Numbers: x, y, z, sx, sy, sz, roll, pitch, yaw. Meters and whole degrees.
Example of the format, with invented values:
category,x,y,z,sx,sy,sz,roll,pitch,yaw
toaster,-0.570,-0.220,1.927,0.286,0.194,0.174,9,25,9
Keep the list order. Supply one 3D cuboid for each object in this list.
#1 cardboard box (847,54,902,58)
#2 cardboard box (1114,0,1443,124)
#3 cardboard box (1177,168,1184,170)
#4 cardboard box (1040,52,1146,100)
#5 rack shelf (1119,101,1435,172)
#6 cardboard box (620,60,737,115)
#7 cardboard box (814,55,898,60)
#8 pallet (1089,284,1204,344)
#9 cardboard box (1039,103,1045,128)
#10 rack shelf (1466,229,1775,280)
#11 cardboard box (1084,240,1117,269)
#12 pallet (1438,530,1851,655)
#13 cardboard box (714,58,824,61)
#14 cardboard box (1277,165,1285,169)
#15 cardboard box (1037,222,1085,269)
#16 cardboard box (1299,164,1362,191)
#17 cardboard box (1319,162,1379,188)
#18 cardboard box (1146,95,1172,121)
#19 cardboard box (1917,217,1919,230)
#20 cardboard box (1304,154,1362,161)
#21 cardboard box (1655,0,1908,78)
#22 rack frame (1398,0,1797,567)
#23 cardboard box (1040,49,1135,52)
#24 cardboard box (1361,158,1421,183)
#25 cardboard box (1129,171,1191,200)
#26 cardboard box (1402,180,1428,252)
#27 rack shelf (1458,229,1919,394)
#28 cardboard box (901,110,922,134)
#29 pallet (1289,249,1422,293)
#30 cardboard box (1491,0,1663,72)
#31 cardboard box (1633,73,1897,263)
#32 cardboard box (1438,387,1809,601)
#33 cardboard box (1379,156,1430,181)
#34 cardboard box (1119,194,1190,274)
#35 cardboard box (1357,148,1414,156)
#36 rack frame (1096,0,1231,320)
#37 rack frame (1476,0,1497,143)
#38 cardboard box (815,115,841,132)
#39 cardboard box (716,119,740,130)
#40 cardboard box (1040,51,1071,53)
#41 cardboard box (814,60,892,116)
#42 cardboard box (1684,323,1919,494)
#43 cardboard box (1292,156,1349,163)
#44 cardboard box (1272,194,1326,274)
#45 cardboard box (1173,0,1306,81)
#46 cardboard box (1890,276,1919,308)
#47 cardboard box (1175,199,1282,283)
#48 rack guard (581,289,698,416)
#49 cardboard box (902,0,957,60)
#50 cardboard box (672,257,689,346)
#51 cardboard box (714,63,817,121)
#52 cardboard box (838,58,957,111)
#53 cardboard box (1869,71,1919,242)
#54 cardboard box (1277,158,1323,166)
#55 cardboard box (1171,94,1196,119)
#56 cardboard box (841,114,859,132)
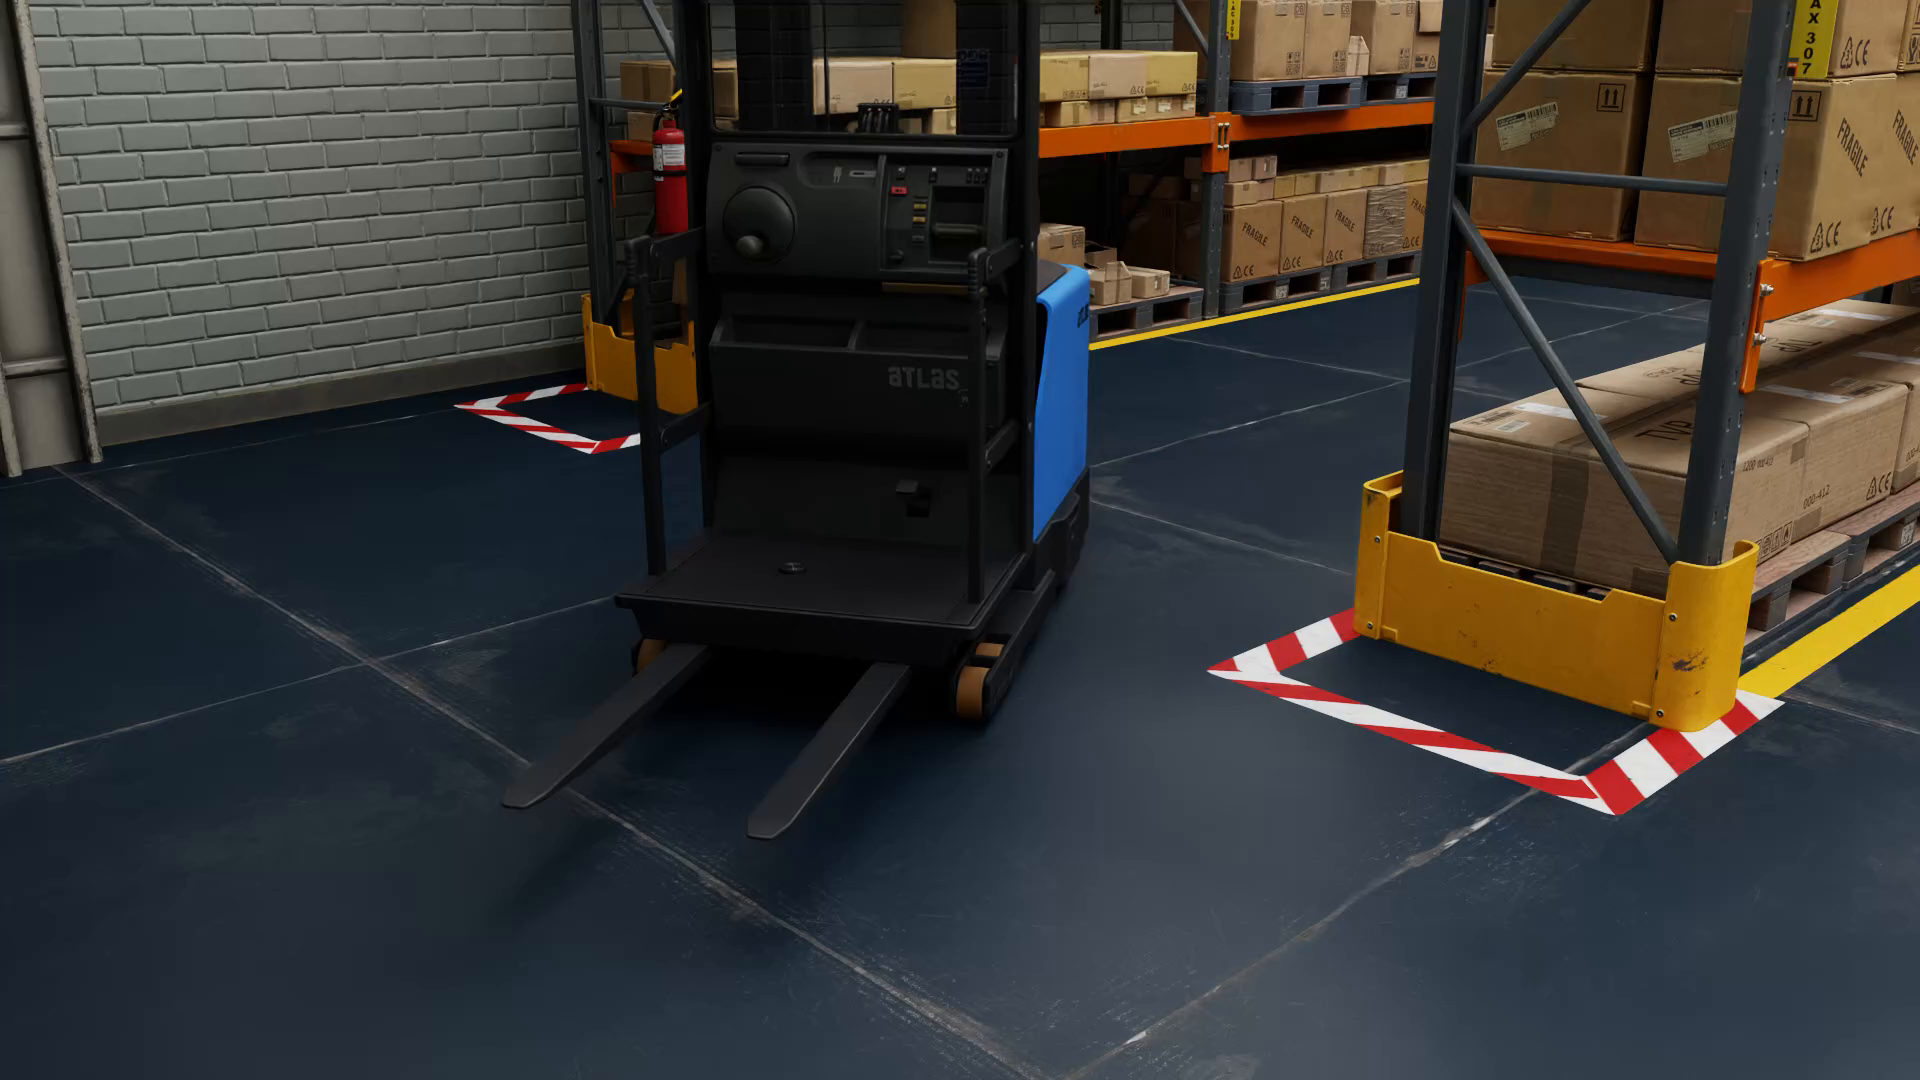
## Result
category,x,y,z,sx,sy,sz,roll,pitch,yaw
cardboard box,-0.312,-2.700,9.709,0.500,0.250,0.500,-16,24,-41
cardboard box,2.058,-3.298,11.286,3.665,0.713,0.828,-15,24,-39
cardboard box,1.751,-2.569,11.865,0.250,0.149,0.380,-16,24,-40
cardboard box,0.767,-2.795,10.002,0.500,0.250,0.500,-16,24,-41
rack shelf,2.777,-3.078,12.282,4.000,0.370,1.077,-16,24,-41
cardboard box,-1.431,-2.376,8.711,0.500,0.250,0.500,-15,23,-39
cardboard box,-0.692,-2.589,9.367,0.500,0.250,0.500,-15,23,-39
pallet,0.824,-1.525,10.846,1.213,0.211,1.003,-16,24,-41
cardboard box,0.279,-2.493,9.717,0.250,0.149,0.380,-16,24,-40
rack shelf,5.021,-2.920,3.801,3.910,4.714,5.869,-16,24,-41
cardboard box,0.681,-1.830,10.945,0.500,0.311,0.500,-15,23,-39
pallet,2.358,0.102,5.828,1.213,0.211,1.003,-16,24,-41
cardboard box,-1.055,-2.485,9.047,0.500,0.250,0.500,-16,24,-41
cardboard box,2.156,-2.675,12.193,0.250,0.149,0.380,-15,23,-39
cardboard box,0.329,-1.661,10.115,0.700,0.500,0.500,17,24,42
cardboard box,2.673,-2.623,12.032,0.250,0.149,0.380,-15,23,-39
cardboard box,2.849,-2.687,12.228,0.250,0.149,0.380,-16,24,-41
cardboard box,1.091,-2.693,10.334,0.250,0.149,0.380,-15,24,-39
cardboard box,3.107,-1.340,5.591,0.500,0.500,0.500,-16,24,-41
cardboard box,2.882,-2.899,12.883,0.250,0.149,0.380,-17,24,-42
cardboard box,2.375,-1.599,4.768,0.500,0.500,0.500,-17,25,-42
rack frame,1.830,-1.038,4.821,0.127,3.000,1.000,-16,24,-41
cardboard box,0.778,-3.022,10.704,0.500,0.250,0.500,-17,24,-41
cardboard box,3.243,-2.793,12.555,0.250,0.149,0.380,-17,24,-42
cardboard box,1.393,-2.459,11.524,0.380,0.149,0.250,17,24,42
cardboard box,3.321,-2.502,12.710,0.500,0.500,0.500,-15,23,-39
rack shelf,3.284,-1.119,6.239,4.000,0.370,1.077,-16,24,-41
cardboard box,-0.420,-2.263,9.008,0.250,0.149,0.380,-16,24,-40
pallet,2.776,-2.111,12.653,1.213,0.211,1.003,-16,24,-41
cardboard box,2.017,-1.716,5.131,0.500,0.500,0.500,-15,23,-39
cardboard box,2.376,-1.122,4.921,0.500,0.500,0.500,-17,24,-41
cardboard box,2.241,-0.181,5.652,0.875,0.438,0.875,17,24,42
cardboard box,3.424,-2.846,12.718,0.250,0.149,0.380,-15,23,-39
cardboard box,1.477,-2.178,11.710,0.500,0.500,0.500,-16,24,-41
cardboard box,3.426,-3.073,13.418,0.250,0.149,0.380,-15,23,-39
rack frame,1.324,-2.997,10.864,0.127,3.000,1.000,-16,24,-41
rack frame,7.428,-4.081,12.893,4.036,3.426,6.040,-16,24,-41
cardboard box,-0.835,-2.165,8.708,0.250,0.149,0.380,-17,24,-42
cardboard box,-1.155,-2.038,8.314,0.250,0.149,0.380,-16,24,-41
cardboard box,0.419,-2.915,10.371,0.500,0.250,0.500,-17,24,-41
cardboard box,-0.702,-2.362,8.667,0.500,0.250,0.500,-16,24,-40
cardboard box,3.557,-0.567,6.844,0.875,0.438,0.875,17,25,42
cardboard box,2.734,-2.837,12.691,0.250,0.149,0.380,-16,24,-40
cardboard box,2.210,-2.174,11.700,0.500,0.500,0.500,-17,24,-42
cardboard box,1.829,-3.296,10.945,0.500,0.500,0.700,-15,24,-39
cardboard box,5.132,-1.223,8.159,0.875,0.875,0.875,-15,23,-39
cardboard box,1.830,-2.059,11.345,0.500,0.500,0.500,-15,23,-38
rack guard,-1.527,-0.976,8.685,0.348,0.500,1.175,-16,24,-41
cardboard box,0.022,-2.930,9.202,0.500,0.500,0.500,-15,24,-39
cardboard box,-1.073,-1.270,8.904,0.797,0.503,0.637,17,24,42
cardboard box,-1.068,-2.255,8.337,0.500,0.250,0.500,-16,24,-41
cardboard box,-0.336,-2.470,9.000,0.500,0.250,0.500,-17,24,-42
cardboard box,2.725,-1.236,5.271,0.500,0.500,0.500,-17,24,-42
cardboard box,2.509,-2.789,12.544,0.265,0.149,0.390,-16,24,-41
cardboard box,1.266,-2.753,10.520,0.250,0.149,0.380,-16,24,-40
cardboard box,-0.610,-2.205,8.830,0.250,0.149,0.380,-15,23,-39
